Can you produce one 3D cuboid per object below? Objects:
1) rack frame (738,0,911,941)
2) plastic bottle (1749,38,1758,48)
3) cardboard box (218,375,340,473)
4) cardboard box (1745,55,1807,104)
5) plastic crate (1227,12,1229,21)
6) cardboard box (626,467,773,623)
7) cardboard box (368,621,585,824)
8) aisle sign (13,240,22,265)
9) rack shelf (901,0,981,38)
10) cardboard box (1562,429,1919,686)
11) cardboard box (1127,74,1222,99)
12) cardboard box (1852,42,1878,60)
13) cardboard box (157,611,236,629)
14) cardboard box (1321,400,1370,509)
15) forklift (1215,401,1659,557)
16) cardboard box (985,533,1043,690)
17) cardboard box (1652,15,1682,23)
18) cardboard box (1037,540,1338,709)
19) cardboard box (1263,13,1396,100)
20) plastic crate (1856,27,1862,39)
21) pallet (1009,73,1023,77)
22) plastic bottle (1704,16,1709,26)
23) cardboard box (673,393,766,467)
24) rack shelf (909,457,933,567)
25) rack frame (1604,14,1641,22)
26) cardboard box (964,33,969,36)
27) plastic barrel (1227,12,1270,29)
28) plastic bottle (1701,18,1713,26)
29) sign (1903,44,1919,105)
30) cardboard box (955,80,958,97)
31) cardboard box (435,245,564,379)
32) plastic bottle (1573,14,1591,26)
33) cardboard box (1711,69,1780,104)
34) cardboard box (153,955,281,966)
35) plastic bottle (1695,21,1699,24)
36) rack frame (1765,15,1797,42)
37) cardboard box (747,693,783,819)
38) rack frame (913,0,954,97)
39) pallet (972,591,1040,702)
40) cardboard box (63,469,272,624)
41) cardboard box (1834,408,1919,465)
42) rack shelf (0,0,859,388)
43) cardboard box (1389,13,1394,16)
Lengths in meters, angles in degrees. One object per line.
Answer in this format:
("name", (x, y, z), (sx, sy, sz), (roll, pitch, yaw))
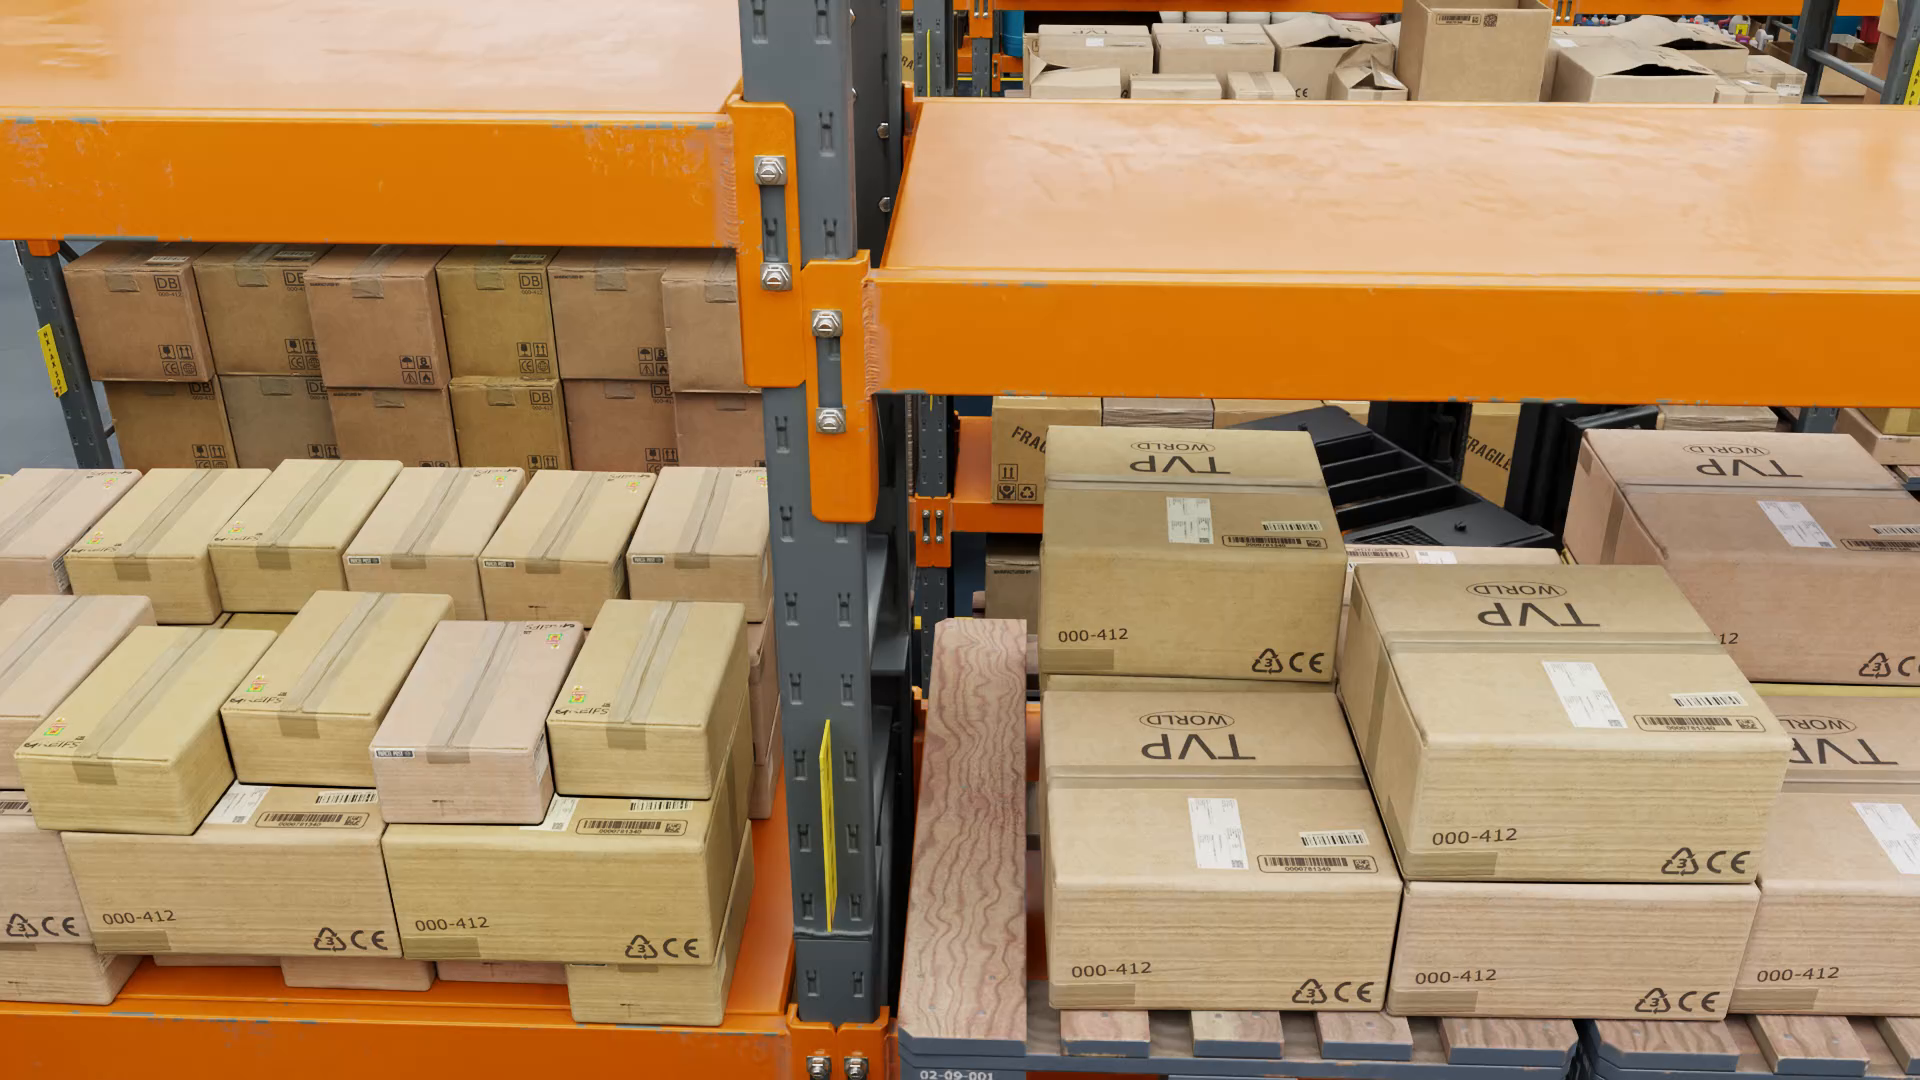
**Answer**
("rack frame", (-0.184, -0.923, 2.383), (0.127, 3.000, 1.000), (1, 28, 2))
("plastic bottle", (7.813, -4.853, 16.415), (0.097, 0.201, 0.097), (0, 28, 0))
("cardboard box", (-3.185, -0.739, 8.282), (0.550, 0.550, 0.875), (1, 28, 2))
("cardboard box", (3.559, -2.049, 7.423), (0.250, 0.149, 0.380), (0, 28, 0))
("plastic crate", (2.734, -5.361, 17.093), (0.583, 0.464, 0.402), (1, 28, 2))
("cardboard box", (-0.487, 0.003, 3.256), (0.250, 0.149, 0.380), (0, 28, 1))
("cardboard box", (-0.771, 0.290, 2.715), (0.250, 0.149, 0.380), (0, 28, 1))
("aisle sign", (-4.189, -1.666, 7.415), (0.004, 0.787, 0.394), (1, 28, 2))
("rack shelf", (-1.833, -3.951, 12.067), (4.000, 0.370, 1.077), (1, 28, 2))
("cardboard box", (1.420, 0.019, 2.987), (0.500, 0.250, 0.500), (1, 28, 3))
("cardboard box", (0.917, -1.902, 7.145), (0.380, 0.149, 0.250), (1, 28, 2))
("cardboard box", (6.836, -3.289, 12.075), (0.637, 0.503, 0.797), (1, 28, 2))
("cardboard box", (-1.630, 0.183, 3.341), (0.500, 0.250, 0.500), (1, 28, 2))
("cardboard box", (1.917, -0.474, 7.835), (0.500, 0.500, 0.500), (1, 28, 3))
("forklift", (1.268, 0.721, 5.760), (3.031, 2.935, 1.130), (-12, 30, -22))
("cardboard box", (0.513, 0.186, 8.651), (0.750, 0.750, 1.050), (1, 28, 2))
("cardboard box", (9.093, -6.629, 21.751), (0.500, 0.500, 0.500), (1, 28, 2))
("cardboard box", (0.405, 0.225, 3.132), (0.500, 0.250, 0.500), (0, 28, 1))
("cardboard box", (1.649, -2.180, 7.498), (0.500, 0.311, 0.500), (0, 28, 0))
("plastic crate", (9.463, -5.109, 16.915), (0.590, 0.125, 0.437), (1, 28, 2))
("pallet", (1.257, -6.322, 21.950), (1.213, 0.211, 1.003), (1, 28, 2))
("plastic bottle", (7.637, -5.243, 17.075), (0.097, 0.271, 0.097), (0, 28, 0))
("cardboard box", (-1.030, -0.656, 8.125), (0.550, 0.550, 0.875), (1, 28, 2))
("rack shelf", (-2.109, -0.306, 8.393), (4.000, 0.370, 1.077), (1, 28, 2))
("rack frame", (8.514, -7.415, 21.036), (0.127, 3.000, 1.000), (1, 28, 2))
("cardboard box", (0.048, -6.424, 21.652), (0.500, 0.250, 0.500), (1, 28, 2))
("plastic barrel", (2.881, -5.136, 16.617), (0.421, 0.512, 0.421), (0, 28, 0))
("plastic bottle", (7.410, -5.005, 16.541), (0.185, 0.351, 0.144), (1, 28, 2))
("sign", (3.859, -1.854, 6.705), (0.005, 0.325, 0.100), (1, 28, 2))
("cardboard box", (-0.282, -3.123, 12.514), (0.500, 0.500, 0.875), (1, 28, 2))
("cardboard box", (-2.096, -1.189, 7.978), (0.500, 0.550, 0.875), (1, 28, 2))
("plastic bottle", (6.375, -5.288, 17.075), (0.185, 0.351, 0.144), (1, 28, 2))
("cardboard box", (3.281, -1.883, 7.092), (0.250, 0.166, 0.380), (1, 28, 2))
("cardboard box", (-1.268, 0.586, 3.007), (0.250, 0.149, 0.380), (0, 28, 0))
("plastic bottle", (7.220, -4.940, 16.419), (0.185, 0.351, 0.144), (1, 28, 2))
("rack frame", (8.335, -5.097, 16.662), (0.127, 3.000, 1.000), (1, 28, 2))
("cardboard box", (-0.490, 0.392, 3.373), (0.250, 0.149, 0.380), (1, 28, 1))
("rack frame", (-0.110, -3.241, 6.757), (0.127, 3.000, 1.000), (1, 28, 2))
("pallet", (0.663, 0.619, 8.857), (1.213, 0.211, 1.003), (1, 28, 2))
("cardboard box", (-1.523, 0.007, 3.249), (0.250, 0.149, 0.380), (0, 28, 0))
("cardboard box", (4.327, -0.497, 7.805), (0.250, 0.149, 0.380), (1, 28, 1))
("rack shelf", (-2.183, -0.637, 2.614), (4.000, 0.370, 1.077), (1, 28, 2))
("cardboard box", (5.516, -6.998, 21.647), (0.500, 0.250, 0.500), (2, 28, 4))
